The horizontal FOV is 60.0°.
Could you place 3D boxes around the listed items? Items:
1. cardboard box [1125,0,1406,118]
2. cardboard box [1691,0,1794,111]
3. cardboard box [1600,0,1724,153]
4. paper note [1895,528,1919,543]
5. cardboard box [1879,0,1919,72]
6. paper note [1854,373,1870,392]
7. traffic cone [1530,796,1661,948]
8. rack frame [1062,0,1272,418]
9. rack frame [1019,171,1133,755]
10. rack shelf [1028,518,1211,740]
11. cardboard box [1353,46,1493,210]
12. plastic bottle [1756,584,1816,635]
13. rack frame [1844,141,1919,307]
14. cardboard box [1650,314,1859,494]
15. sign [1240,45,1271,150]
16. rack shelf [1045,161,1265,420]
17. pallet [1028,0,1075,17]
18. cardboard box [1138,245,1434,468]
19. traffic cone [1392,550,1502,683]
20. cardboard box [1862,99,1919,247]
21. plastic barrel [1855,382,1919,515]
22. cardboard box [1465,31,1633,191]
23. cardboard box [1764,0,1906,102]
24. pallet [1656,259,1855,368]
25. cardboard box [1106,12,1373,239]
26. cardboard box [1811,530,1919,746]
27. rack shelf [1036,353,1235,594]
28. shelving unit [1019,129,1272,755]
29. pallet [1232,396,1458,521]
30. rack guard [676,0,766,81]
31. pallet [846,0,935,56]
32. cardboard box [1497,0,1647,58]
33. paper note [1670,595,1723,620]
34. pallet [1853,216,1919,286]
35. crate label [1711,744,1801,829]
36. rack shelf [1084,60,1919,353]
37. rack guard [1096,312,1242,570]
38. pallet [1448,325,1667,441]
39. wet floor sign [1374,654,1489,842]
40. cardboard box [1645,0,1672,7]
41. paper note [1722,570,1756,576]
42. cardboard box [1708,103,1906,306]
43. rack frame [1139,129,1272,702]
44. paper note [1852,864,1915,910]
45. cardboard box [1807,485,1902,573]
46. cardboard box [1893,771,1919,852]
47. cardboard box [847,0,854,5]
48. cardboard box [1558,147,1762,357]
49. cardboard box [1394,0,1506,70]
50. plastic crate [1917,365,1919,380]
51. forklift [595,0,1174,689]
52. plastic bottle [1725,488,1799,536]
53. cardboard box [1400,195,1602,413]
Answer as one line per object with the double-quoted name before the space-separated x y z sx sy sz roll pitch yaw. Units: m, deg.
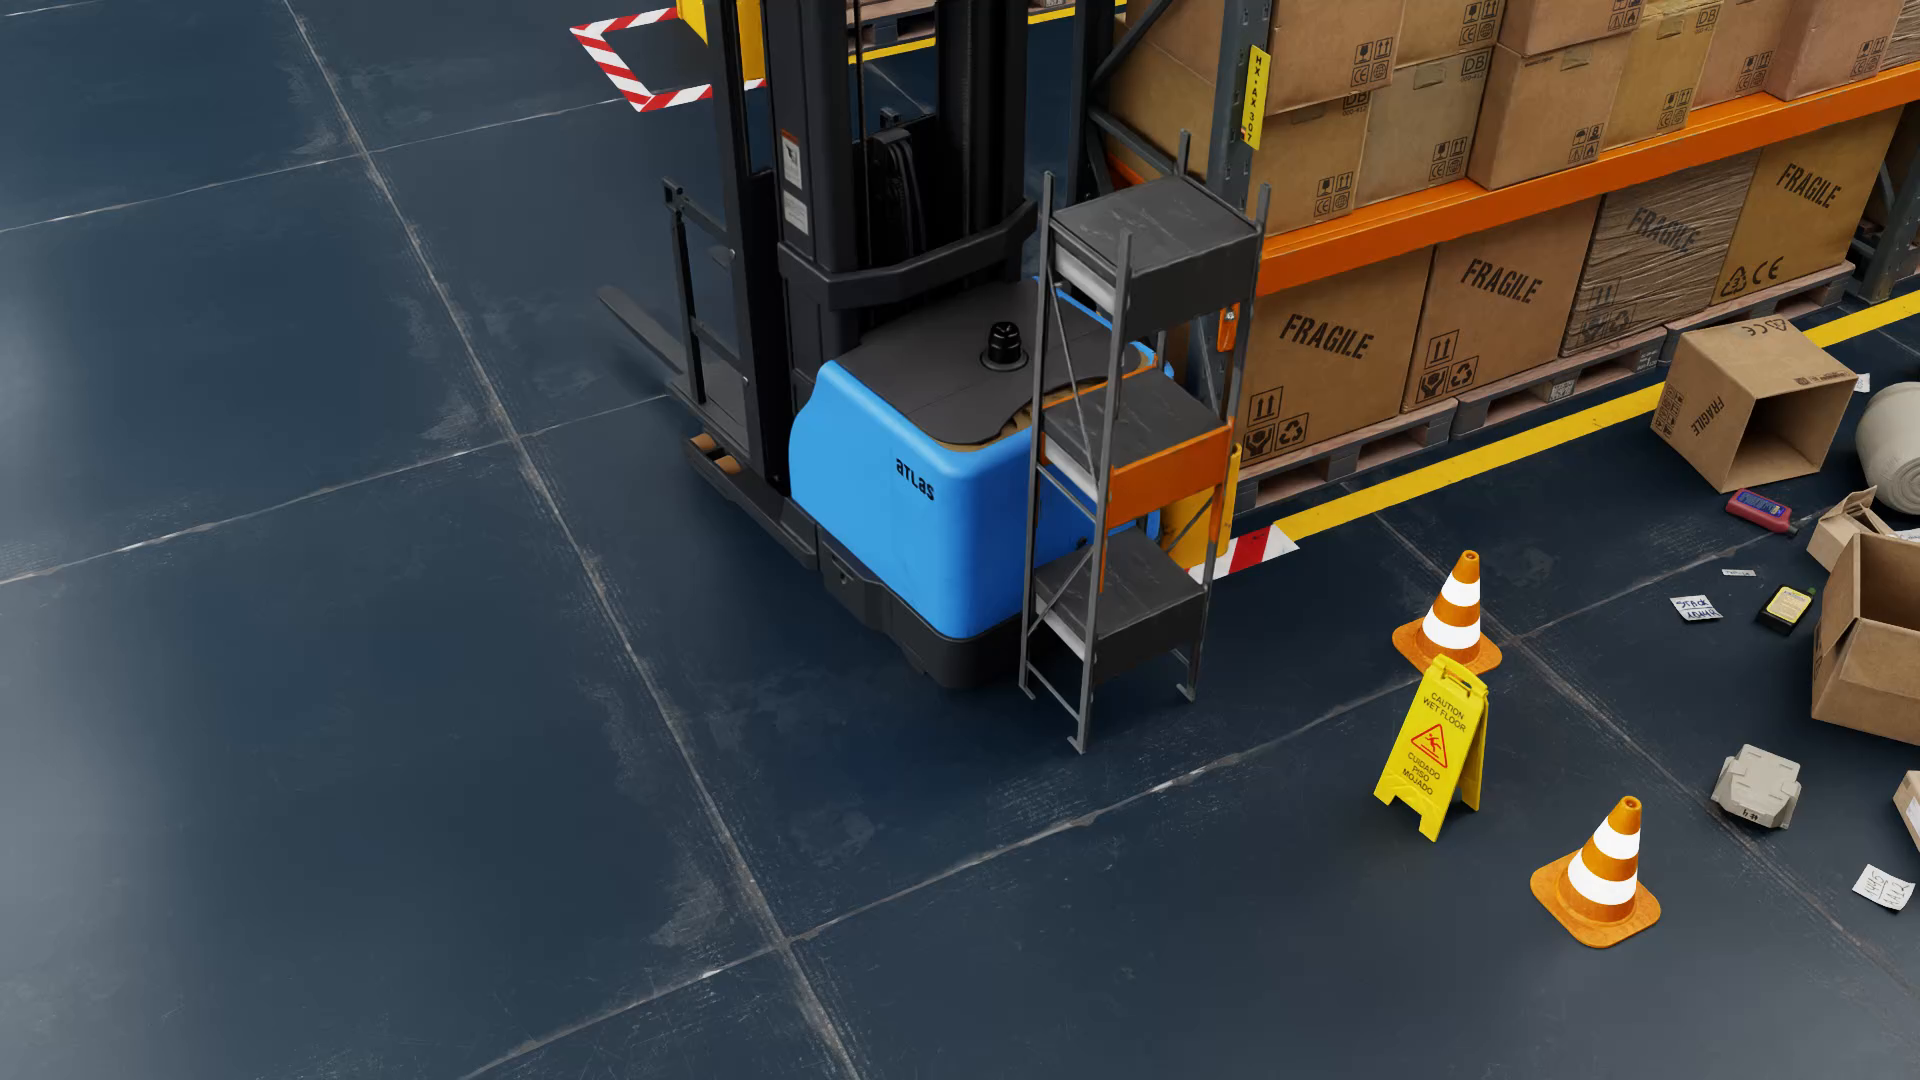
"cardboard box" 1.052 -1.948 5.778 0.550 0.550 0.875 -19 44 -21
"cardboard box" 2.920 -2.254 6.975 0.550 0.550 0.875 -19 44 -21
"cardboard box" 2.497 -2.038 6.720 0.500 0.550 0.875 -19 44 -21
"paper note" 3.894 0.006 6.725 0.155 0.023 0.172 -5 40 -6
"cardboard box" 3.931 -2.524 7.294 0.550 0.550 0.875 -19 44 -21
"paper note" 4.075 -0.732 7.590 0.147 0.020 0.142 15 42 17
"traffic cone" 2.052 0.982 5.232 0.334 0.463 0.336 -19 44 -21
"rack frame" 0.705 -1.390 6.071 0.127 3.000 1.000 -19 44 -21
"rack frame" 0.340 -0.146 5.290 0.015 2.100 0.400 -22 46 -24
"rack shelf" 0.538 0.306 5.860 0.480 0.518 0.431 -22 46 -24
"cardboard box" 1.491 -1.761 6.393 0.550 0.550 0.875 -19 44 -21
"plastic bottle" 3.192 0.251 6.407 0.133 0.061 0.283 31 49 31
"rack frame" 4.253 -2.584 7.481 0.127 3.000 1.000 -19 44 -21
"cardboard box" 3.350 -0.580 7.046 0.500 0.500 0.500 -12 42 -13
"sign" 0.956 -1.431 5.388 0.005 0.325 0.100 -19 44 -21
"rack shelf" 0.554 -0.746 4.936 0.480 0.518 0.431 -22 46 -24
"pallet" 0.388 -3.805 11.081 1.213 0.211 1.003 -19 44 -21
"cardboard box" 1.276 -0.980 6.905 0.875 0.875 0.875 -18 44 -20
"traffic cone" 1.832 0.233 6.116 0.334 0.463 0.336 -19 44 -21
"cardboard box" 4.762 -2.123 8.352 0.750 0.750 1.050 -19 44 -21
"plastic barrel" 3.955 -0.383 6.875 0.421 0.421 0.512 8 41 10
"cardboard box" 2.046 -1.856 6.505 0.550 0.550 0.875 -19 44 -21
"cardboard box" 3.454 -2.347 7.085 0.550 0.550 0.875 -19 44 -21
"pallet" 3.542 -1.338 8.167 1.213 0.211 1.003 -19 44 -21
"cardboard box" 1.013 -1.584 6.184 0.550 0.550 0.875 -19 44 -21
"cardboard box" 3.470 0.394 5.895 0.797 0.503 0.637 15 42 17
"rack shelf" 0.546 -0.220 5.398 0.480 0.518 0.431 -22 46 -24
"shelving unit" 0.546 -0.230 5.389 0.503 2.100 0.431 -22 46 -24
"pallet" 1.378 -0.609 7.307 1.213 0.211 1.003 -19 44 -21
"rack guard" -1.429 -3.331 10.299 0.348 0.500 1.175 -19 44 -21
"pallet" -0.692 -3.443 10.654 1.213 0.211 1.003 -19 44 -21
"cardboard box" 2.057 -2.255 6.140 0.550 0.550 0.875 -19 44 -21
"paper note" 2.843 0.261 6.419 0.142 0.017 0.144 -5 40 -6
"pallet" 4.902 -1.793 8.705 1.213 0.211 1.003 -19 44 -21
"crate label" 2.721 0.836 5.656 0.250 0.136 0.298 22 45 24
"rack shelf" 2.479 -1.713 7.008 4.000 0.370 1.077 -19 44 -21
"rack guard" 0.684 -0.429 6.870 0.348 0.500 1.175 -19 44 -21
"pallet" 2.459 -0.971 7.734 1.213 0.211 1.003 -19 44 -21
"wet floor sign" 1.594 0.652 5.481 0.232 0.644 0.267 -26 47 -28
"cardboard box" 2.467 -2.487 6.415 0.500 0.550 0.875 -19 44 -21
"paper note" 3.086 0.130 6.589 0.123 0.001 0.032 2 40 2
"cardboard box" 3.663 -1.786 7.858 0.875 0.875 0.875 -18 43 -20
"rack frame" 0.753 -0.314 5.488 0.015 2.100 0.400 -22 46 -24
"paper note" 3.000 1.126 5.396 0.148 0.019 0.142 31 49 31
"cardboard box" 3.579 0.028 6.512 0.258 0.266 0.396 -12 42 -13
"cardboard box" 3.310 0.956 5.506 0.250 0.149 0.380 2 40 2
"cardboard box" -0.935 -3.646 10.345 0.500 0.500 0.500 -11 41 -13
"cardboard box" 2.865 -1.515 7.537 0.875 0.875 0.875 -18 44 -20
"cardboard box" 1.497 -2.165 6.034 0.550 0.550 0.875 -19 44 -21
"plastic crate" 4.704 -0.730 7.423 0.662 0.188 0.450 2 30 2
"forklift" -0.525 -1.479 6.228 1.130 2.935 3.031 -26 47 -28
"plastic bottle" 3.313 -0.110 6.832 0.283 0.061 0.133 31 49 31
"cardboard box" 2.055 -1.244 7.217 0.875 0.875 0.875 -19 44 -21
